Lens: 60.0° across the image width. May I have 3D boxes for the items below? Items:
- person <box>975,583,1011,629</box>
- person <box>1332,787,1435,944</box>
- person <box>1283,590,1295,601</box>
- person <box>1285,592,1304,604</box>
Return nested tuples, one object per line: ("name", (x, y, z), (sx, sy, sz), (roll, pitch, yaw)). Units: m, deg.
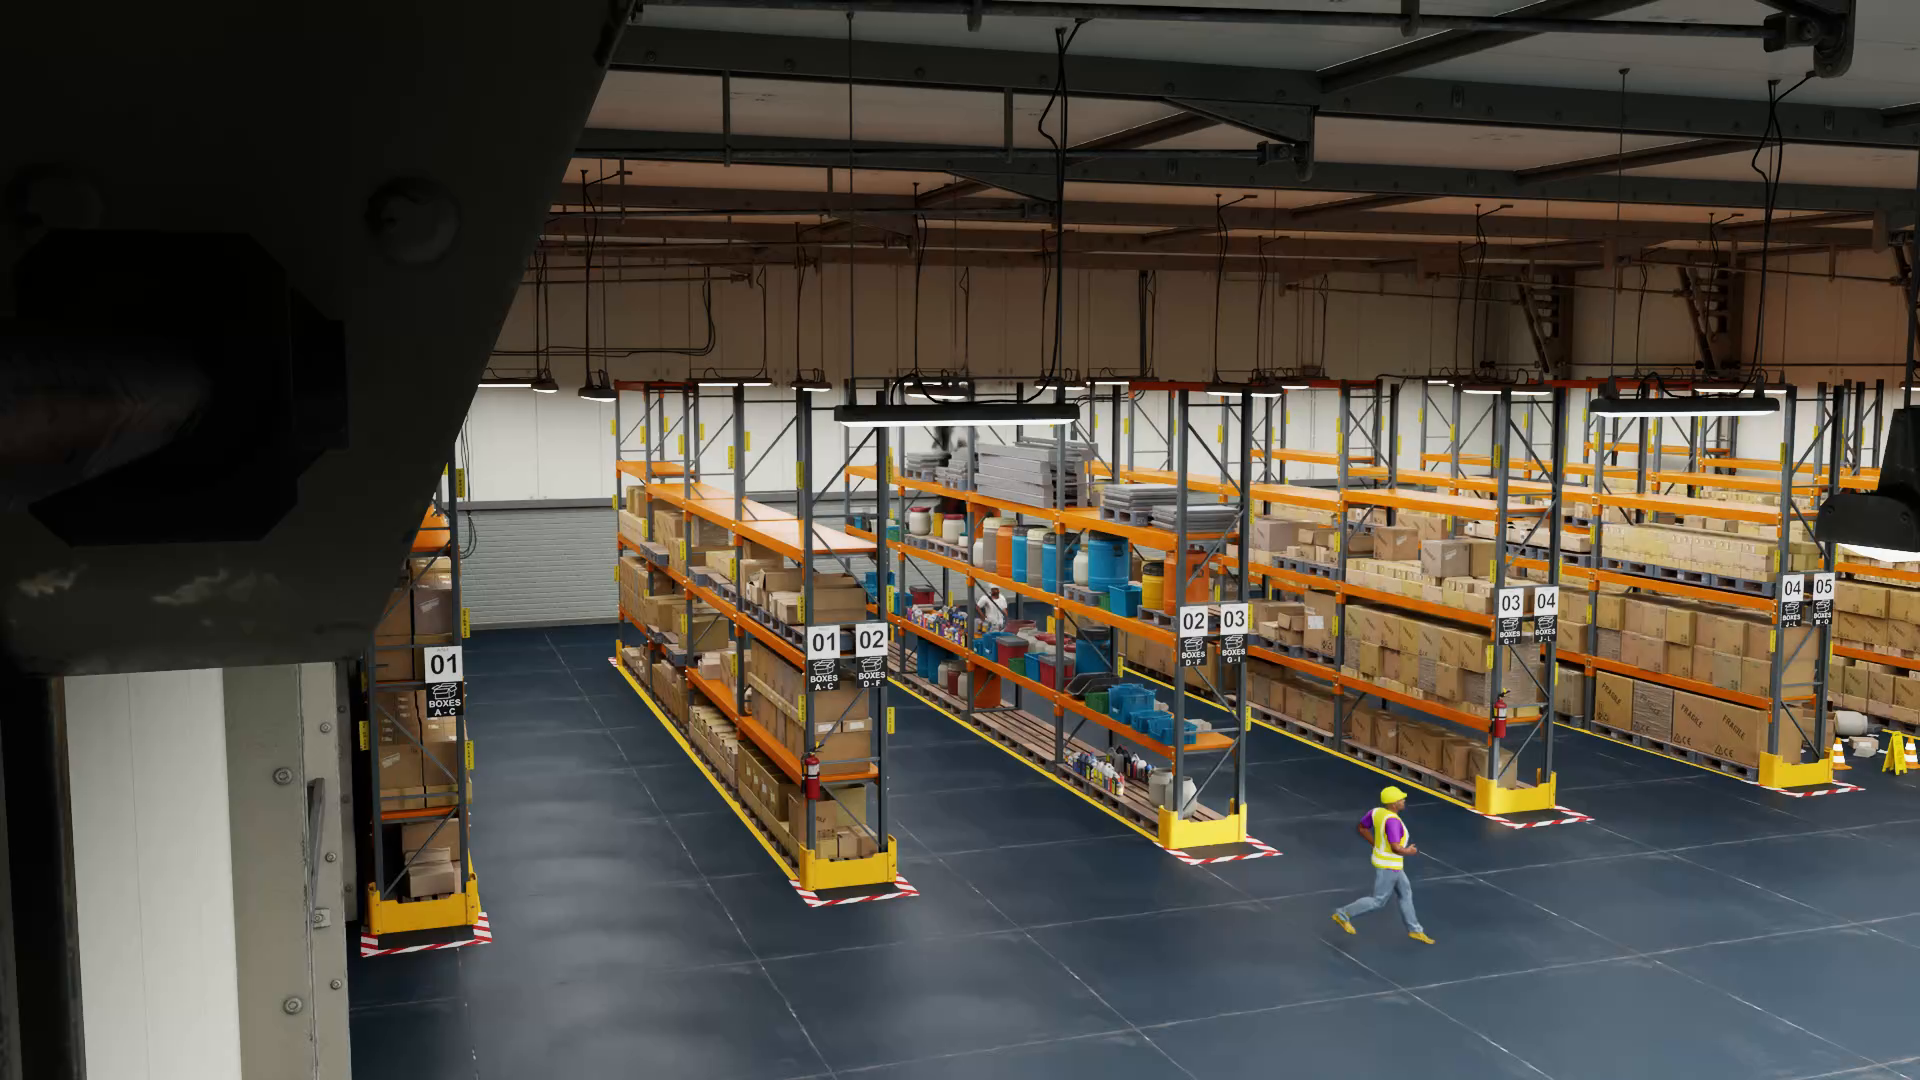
("person", (0.723, 1.687, 35.135), (0.700, 1.619, 0.930), (-4, 7, -31))
("person", (4.623, 3.557, 18.045), (1.137, 1.777, 0.662), (0, 6, 5))
("person", (8.199, 1.037, 41.945), (0.981, 1.651, 0.577), (-3, 7, -29))
("person", (8.281, 1.194, 41.016), (0.542, 1.616, 0.621), (5, 8, 42))
